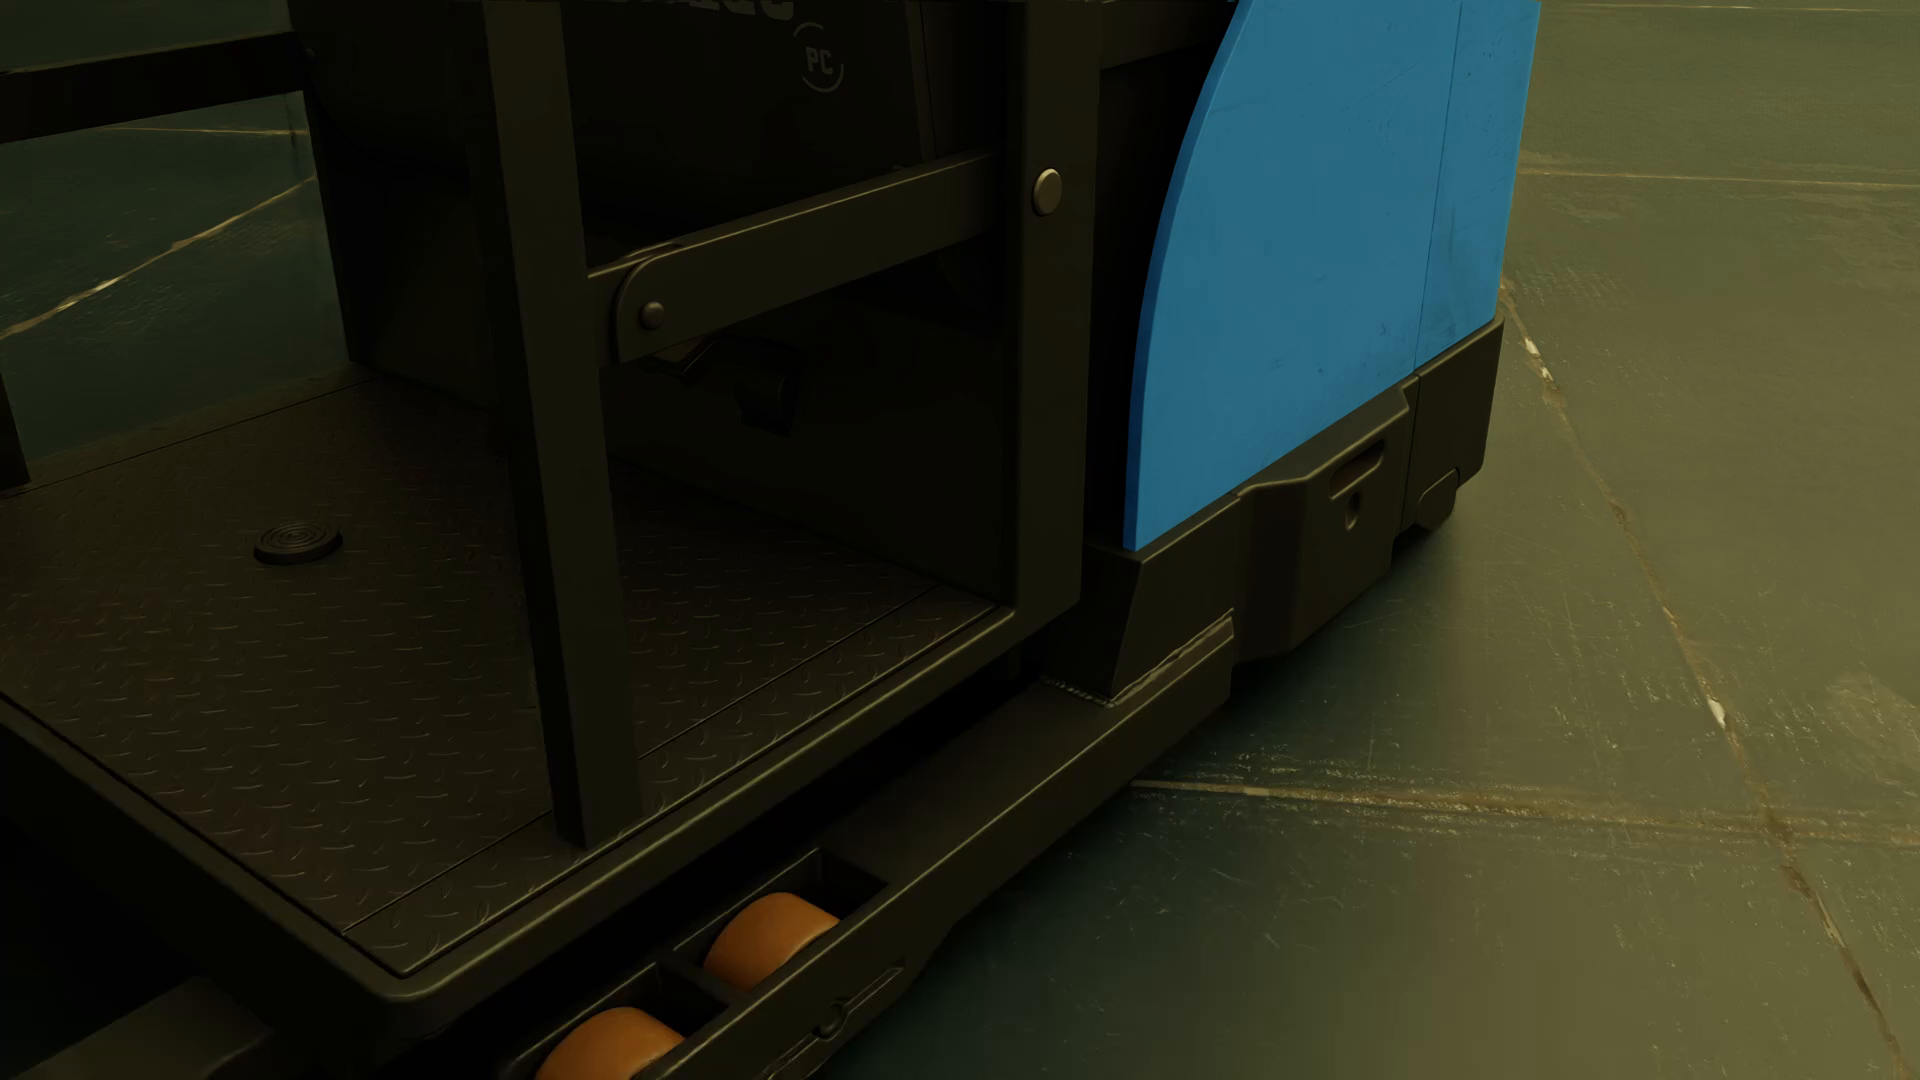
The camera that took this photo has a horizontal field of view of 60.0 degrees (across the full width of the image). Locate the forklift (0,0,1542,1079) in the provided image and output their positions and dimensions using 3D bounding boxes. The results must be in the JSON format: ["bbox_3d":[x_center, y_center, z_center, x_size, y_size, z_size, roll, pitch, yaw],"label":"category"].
[{"bbox_3d":[-0.495,-1.002,1.226,1.130,2.935,3.031,19,32,34],"label":"forklift"}]
